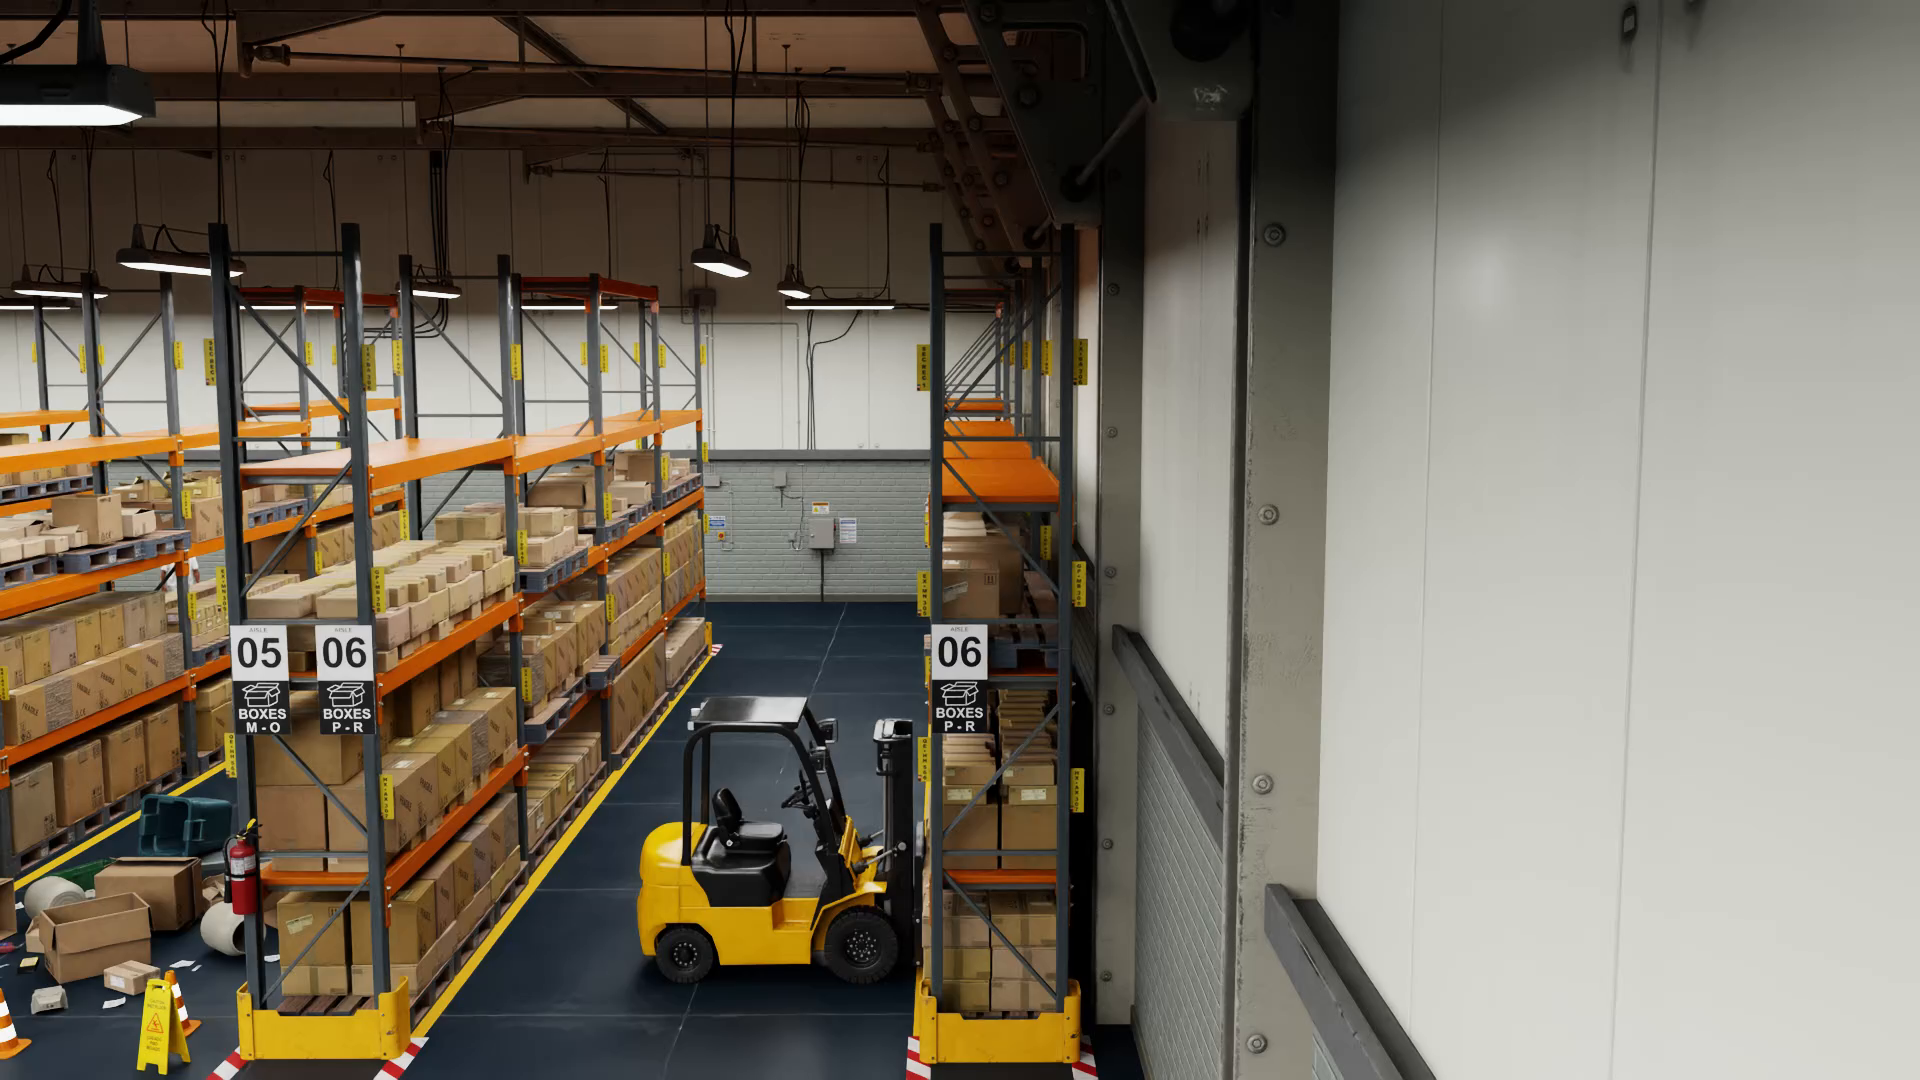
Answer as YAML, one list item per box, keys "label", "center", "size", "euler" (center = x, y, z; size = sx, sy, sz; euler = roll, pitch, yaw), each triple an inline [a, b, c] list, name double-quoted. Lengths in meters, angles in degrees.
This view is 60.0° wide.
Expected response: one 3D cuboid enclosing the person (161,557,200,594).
- label: "person"
  center: [-13.960, 0.830, 29.795]
  size: [0.621, 1.758, 0.936]
  euler: [-4, 8, -31]
